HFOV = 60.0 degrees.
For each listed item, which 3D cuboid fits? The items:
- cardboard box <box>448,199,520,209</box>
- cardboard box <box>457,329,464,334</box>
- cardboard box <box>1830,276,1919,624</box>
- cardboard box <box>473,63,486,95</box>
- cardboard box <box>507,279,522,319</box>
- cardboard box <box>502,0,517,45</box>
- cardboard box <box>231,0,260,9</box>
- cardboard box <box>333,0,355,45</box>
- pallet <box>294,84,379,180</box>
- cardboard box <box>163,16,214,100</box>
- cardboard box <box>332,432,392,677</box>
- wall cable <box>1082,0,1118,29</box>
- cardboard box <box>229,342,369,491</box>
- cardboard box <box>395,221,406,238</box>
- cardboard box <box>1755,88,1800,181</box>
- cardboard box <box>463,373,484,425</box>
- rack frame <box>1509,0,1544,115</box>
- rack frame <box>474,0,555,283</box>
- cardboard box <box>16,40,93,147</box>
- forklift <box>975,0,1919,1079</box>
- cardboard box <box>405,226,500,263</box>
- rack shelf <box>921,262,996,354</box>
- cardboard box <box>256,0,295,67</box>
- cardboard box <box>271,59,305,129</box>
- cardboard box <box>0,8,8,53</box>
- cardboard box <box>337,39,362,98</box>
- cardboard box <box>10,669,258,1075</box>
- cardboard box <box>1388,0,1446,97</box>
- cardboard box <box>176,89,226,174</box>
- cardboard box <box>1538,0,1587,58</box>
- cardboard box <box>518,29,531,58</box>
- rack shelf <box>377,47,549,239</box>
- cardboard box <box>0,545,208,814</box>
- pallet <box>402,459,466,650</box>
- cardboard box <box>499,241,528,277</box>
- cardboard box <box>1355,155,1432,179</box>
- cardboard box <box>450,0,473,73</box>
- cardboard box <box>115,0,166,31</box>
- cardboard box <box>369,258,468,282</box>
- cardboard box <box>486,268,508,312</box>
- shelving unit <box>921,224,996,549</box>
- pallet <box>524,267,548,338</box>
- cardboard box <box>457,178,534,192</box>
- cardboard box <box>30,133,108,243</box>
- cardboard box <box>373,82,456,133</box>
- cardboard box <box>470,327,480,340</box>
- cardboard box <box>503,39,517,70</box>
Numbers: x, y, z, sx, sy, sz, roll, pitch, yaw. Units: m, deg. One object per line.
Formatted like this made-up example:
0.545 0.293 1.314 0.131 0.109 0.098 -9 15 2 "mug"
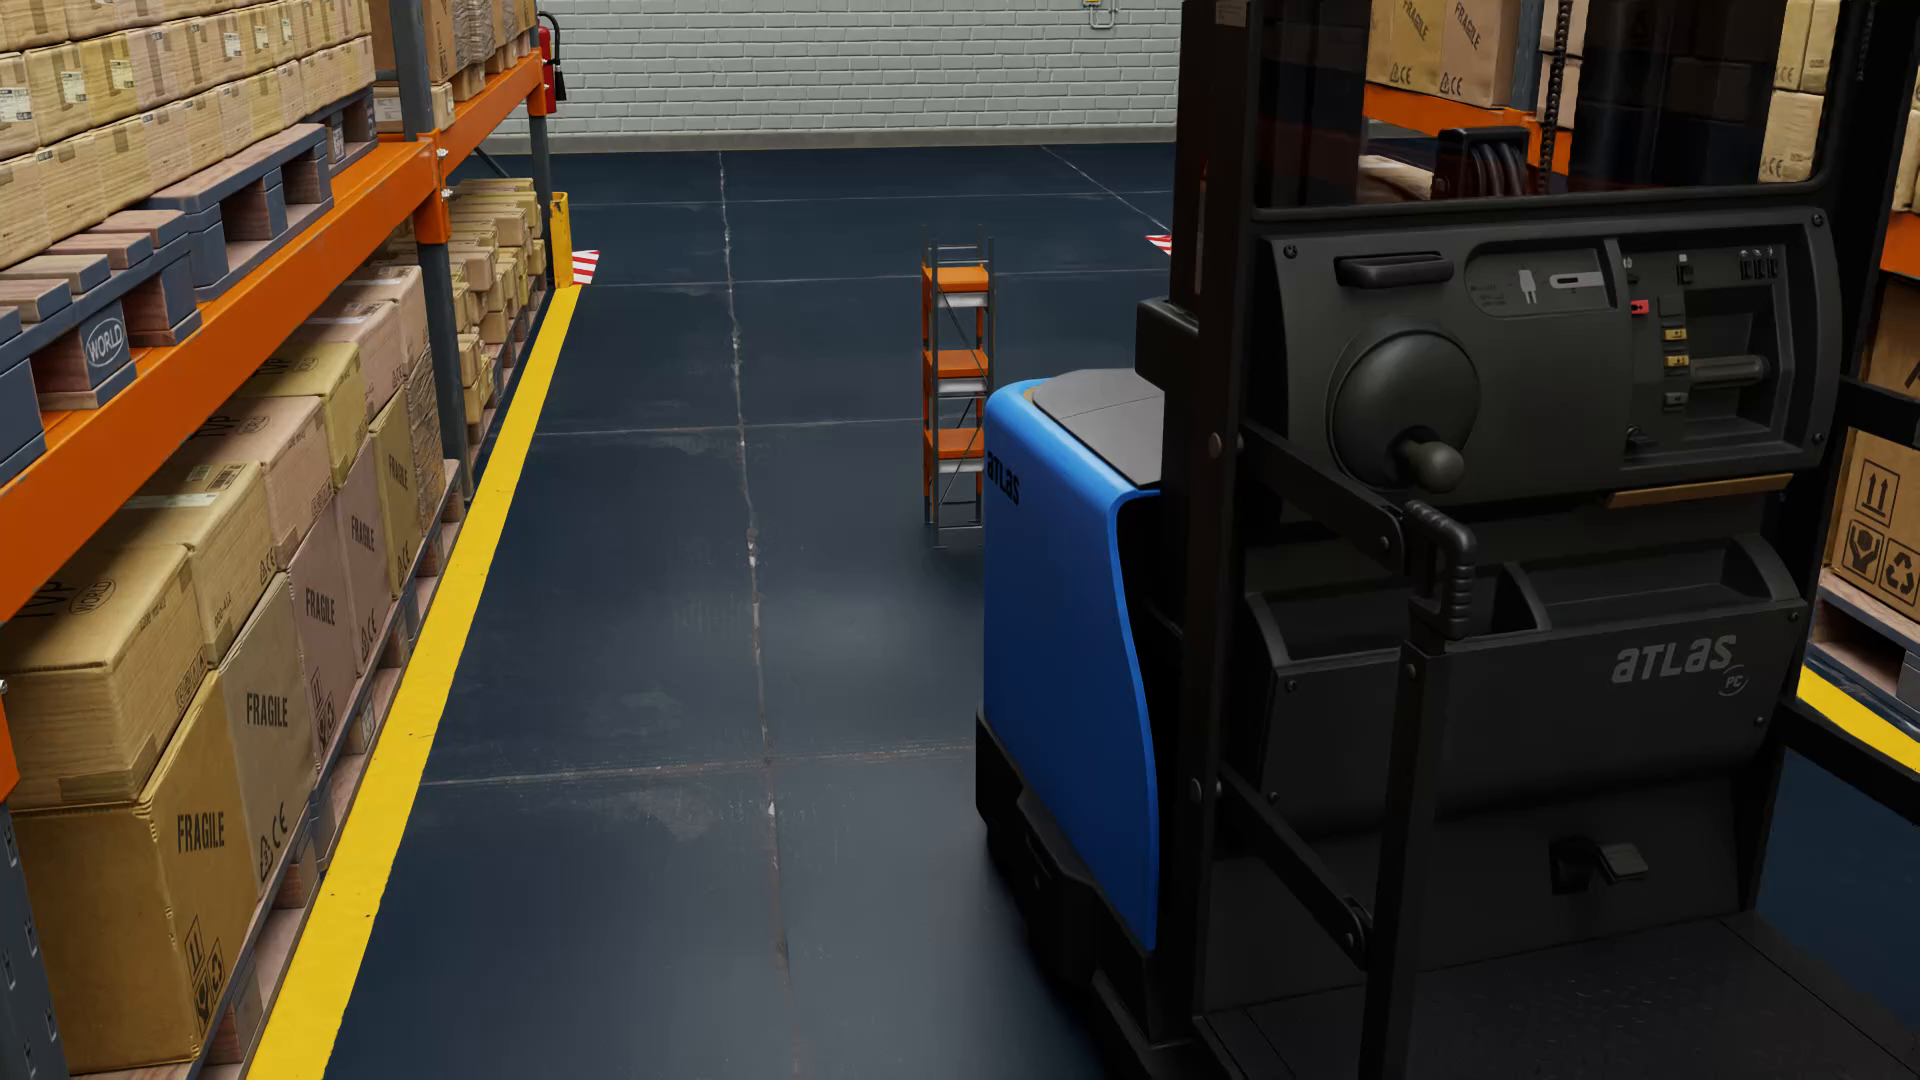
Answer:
-2.422 -1.620 8.391 0.380 0.149 0.250 -4 21 -10 "cardboard box"
-2.150 -0.757 6.506 0.380 0.149 0.250 -3 21 -7 "cardboard box"
3.029 -0.185 4.362 0.875 0.875 0.875 -3 21 -7 "cardboard box"
-2.244 -1.982 7.096 0.380 0.149 0.250 -2 21 -5 "cardboard box"
-2.327 -1.161 8.012 0.380 0.149 0.250 -3 21 -7 "cardboard box"
-2.395 -2.607 7.841 0.500 0.500 0.500 -3 21 -8 "cardboard box"
-1.851 -1.309 3.843 0.380 0.149 0.250 -4 21 -10 "cardboard box"
-1.998 -1.531 4.863 0.380 0.149 0.250 -3 21 -7 "cardboard box"
-2.323 -1.170 4.836 1.003 0.211 1.213 -3 21 -8 "pallet"
-1.771 -0.989 3.410 0.380 0.149 0.250 -3 21 -8 "cardboard box"
-1.790 0.041 4.291 0.500 0.500 0.500 -3 21 -9 "cardboard box"
1.182 -5.643 15.042 0.585 1.953 0.123 -3 21 -8 "wall cable"
-1.781 -0.303 4.141 0.500 0.250 0.500 -4 21 -10 "cardboard box"
-2.910 -1.497 8.061 0.380 0.149 0.250 -2 21 -6 "cardboard box"
2.531 -1.223 4.919 0.500 0.250 0.500 -3 21 -8 "cardboard box"
-2.024 -0.535 6.337 0.380 0.149 0.250 -4 21 -10 "cardboard box"
2.594 -1.817 6.293 1.000 3.000 0.127 -3 21 -8 "rack frame"
-2.866 -2.917 9.239 1.000 3.000 0.127 -3 21 -8 "rack frame"
-1.667 -0.729 2.714 0.380 0.149 0.250 -4 21 -9 "cardboard box"
0.945 -0.261 2.227 1.130 2.935 3.031 -6 21 -15 "forklift"
-2.334 -1.344 7.651 0.380 0.149 0.250 -3 21 -7 "cardboard box"
-0.008 -0.766 5.486 0.215 0.259 0.240 -3 21 -8 "rack shelf"
-1.885 -1.261 4.138 0.380 0.149 0.250 -4 21 -11 "cardboard box"
-1.883 -1.124 4.198 0.380 0.149 0.250 -4 21 -10 "cardboard box"
-1.629 -0.767 2.392 0.380 0.149 0.250 -3 21 -9 "cardboard box"
-1.998 -1.394 4.919 0.380 0.149 0.250 -3 21 -7 "cardboard box"
-1.562 0.569 2.877 0.500 0.500 0.500 -4 21 -10 "cardboard box"
2.195 -2.189 7.147 0.500 0.500 0.500 -3 21 -9 "cardboard box"
-1.771 -0.850 3.464 0.380 0.149 0.250 -3 21 -7 "cardboard box"
2.379 -1.814 5.786 0.500 0.250 0.500 -4 21 -9 "cardboard box"
-2.539 -2.701 9.019 0.380 0.149 0.250 -3 21 -8 "cardboard box"
-2.578 -1.887 7.511 1.077 0.370 4.000 -3 21 -8 "rack shelf"
-1.573 0.225 2.727 0.500 0.250 0.500 -4 21 -10 "cardboard box"
-2.176 0.044 5.297 1.003 0.211 1.213 -3 21 -8 "pallet"
-2.343 -1.391 8.201 0.380 0.149 0.250 -3 21 -7 "cardboard box"
2.212 -1.975 9.777 0.875 0.438 0.875 -4 21 -10 "cardboard box"
-2.190 -2.073 6.412 0.500 0.500 0.500 -3 21 -8 "cardboard box"
-1.739 -1.038 3.117 0.380 0.149 0.250 -2 21 -5 "cardboard box"
-2.260 -1.074 6.929 0.380 0.149 0.250 -3 21 -9 "cardboard box"
-2.247 -1.120 7.478 0.380 0.149 0.250 -3 21 -8 "cardboard box"
-0.008 -0.510 5.582 0.215 1.050 0.252 -3 21 -8 "shelving unit"
-2.773 -1.301 8.898 1.003 0.211 1.213 -3 21 -8 "pallet"
-2.539 -1.886 9.103 0.380 0.149 0.250 -3 21 -7 "cardboard box"
-1.655 -0.577 2.734 0.380 0.149 0.250 -2 21 -5 "cardboard box"
-2.006 -1.529 5.881 0.380 0.149 0.250 -2 21 -6 "cardboard box"
-2.236 -0.796 7.036 0.380 0.149 0.250 -3 21 -9 "cardboard box"
-2.430 -2.439 8.319 0.380 0.149 0.250 -2 21 -6 "cardboard box"
